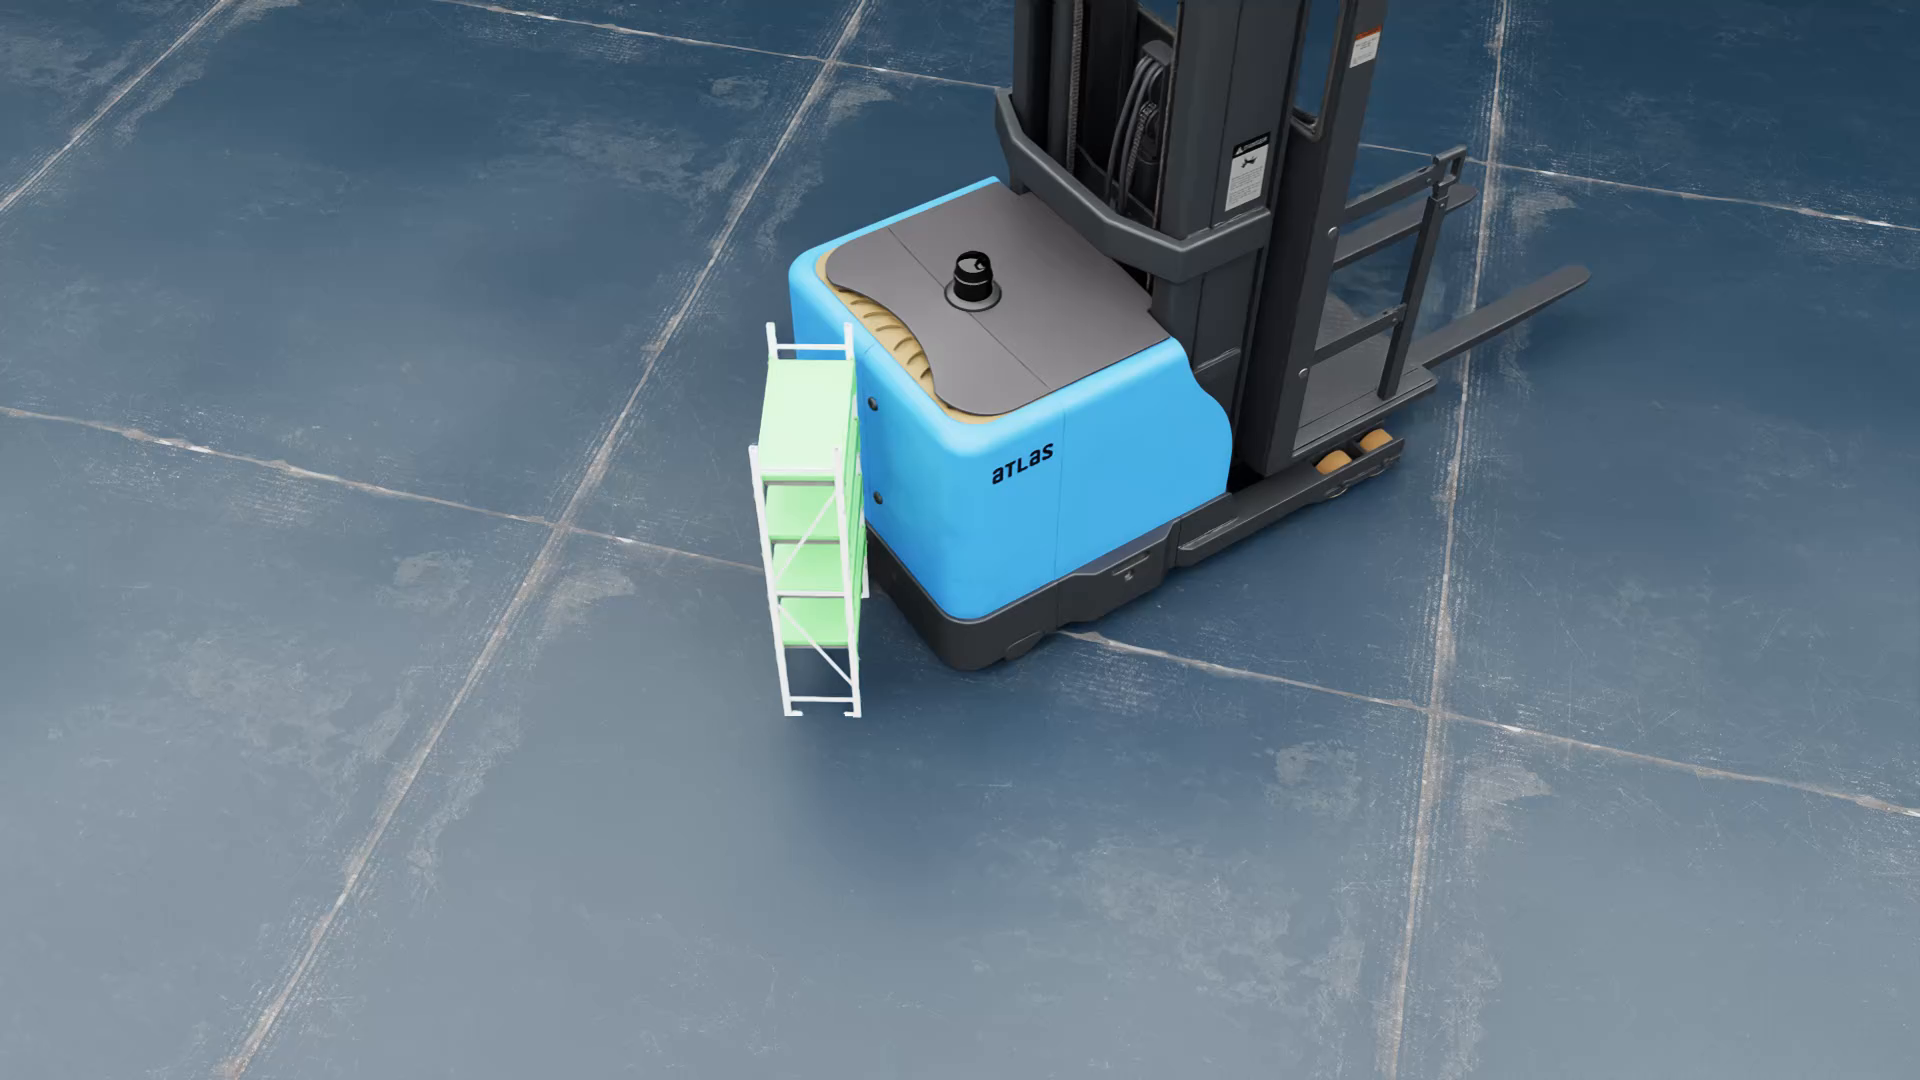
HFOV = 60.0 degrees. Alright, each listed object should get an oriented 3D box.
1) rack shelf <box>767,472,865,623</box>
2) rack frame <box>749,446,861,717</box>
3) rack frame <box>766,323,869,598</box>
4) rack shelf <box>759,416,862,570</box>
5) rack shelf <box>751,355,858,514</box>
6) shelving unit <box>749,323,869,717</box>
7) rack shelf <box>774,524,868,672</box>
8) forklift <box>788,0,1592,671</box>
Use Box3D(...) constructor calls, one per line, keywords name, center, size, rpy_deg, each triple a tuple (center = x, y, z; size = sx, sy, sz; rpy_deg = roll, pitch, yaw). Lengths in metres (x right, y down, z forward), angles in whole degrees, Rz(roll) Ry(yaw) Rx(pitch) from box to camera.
Box3D(name="rack shelf", center=(-0.429, 0.016, 5.021), size=(0.258, 0.148, 0.480), rpy_deg=(1, 49, 1))
Box3D(name="rack frame", center=(-0.433, 0.156, 4.812), size=(0.240, 1.200, 0.015), rpy_deg=(1, 49, 1))
Box3D(name="rack frame", center=(-0.425, -0.209, 5.135), size=(0.240, 1.200, 0.015), rpy_deg=(1, 49, 1))
Box3D(name="rack shelf", center=(-0.429, -0.143, 4.841), size=(0.258, 0.148, 0.480), rpy_deg=(1, 49, 1))
Box3D(name="rack shelf", center=(-0.429, -0.302, 4.661), size=(0.258, 0.148, 0.480), rpy_deg=(1, 49, 1))
Box3D(name="shelving unit", center=(-0.429, -0.026, 4.973), size=(0.258, 1.200, 0.503), rpy_deg=(1, 49, 1))
Box3D(name="rack shelf", center=(-0.429, 0.175, 5.201), size=(0.258, 0.148, 0.480), rpy_deg=(1, 49, 1))
Box3D(name="forklift", center=(0.971, -1.428, 5.055), size=(3.031, 2.935, 1.130), rpy_deg=(-26, 54, -21))
